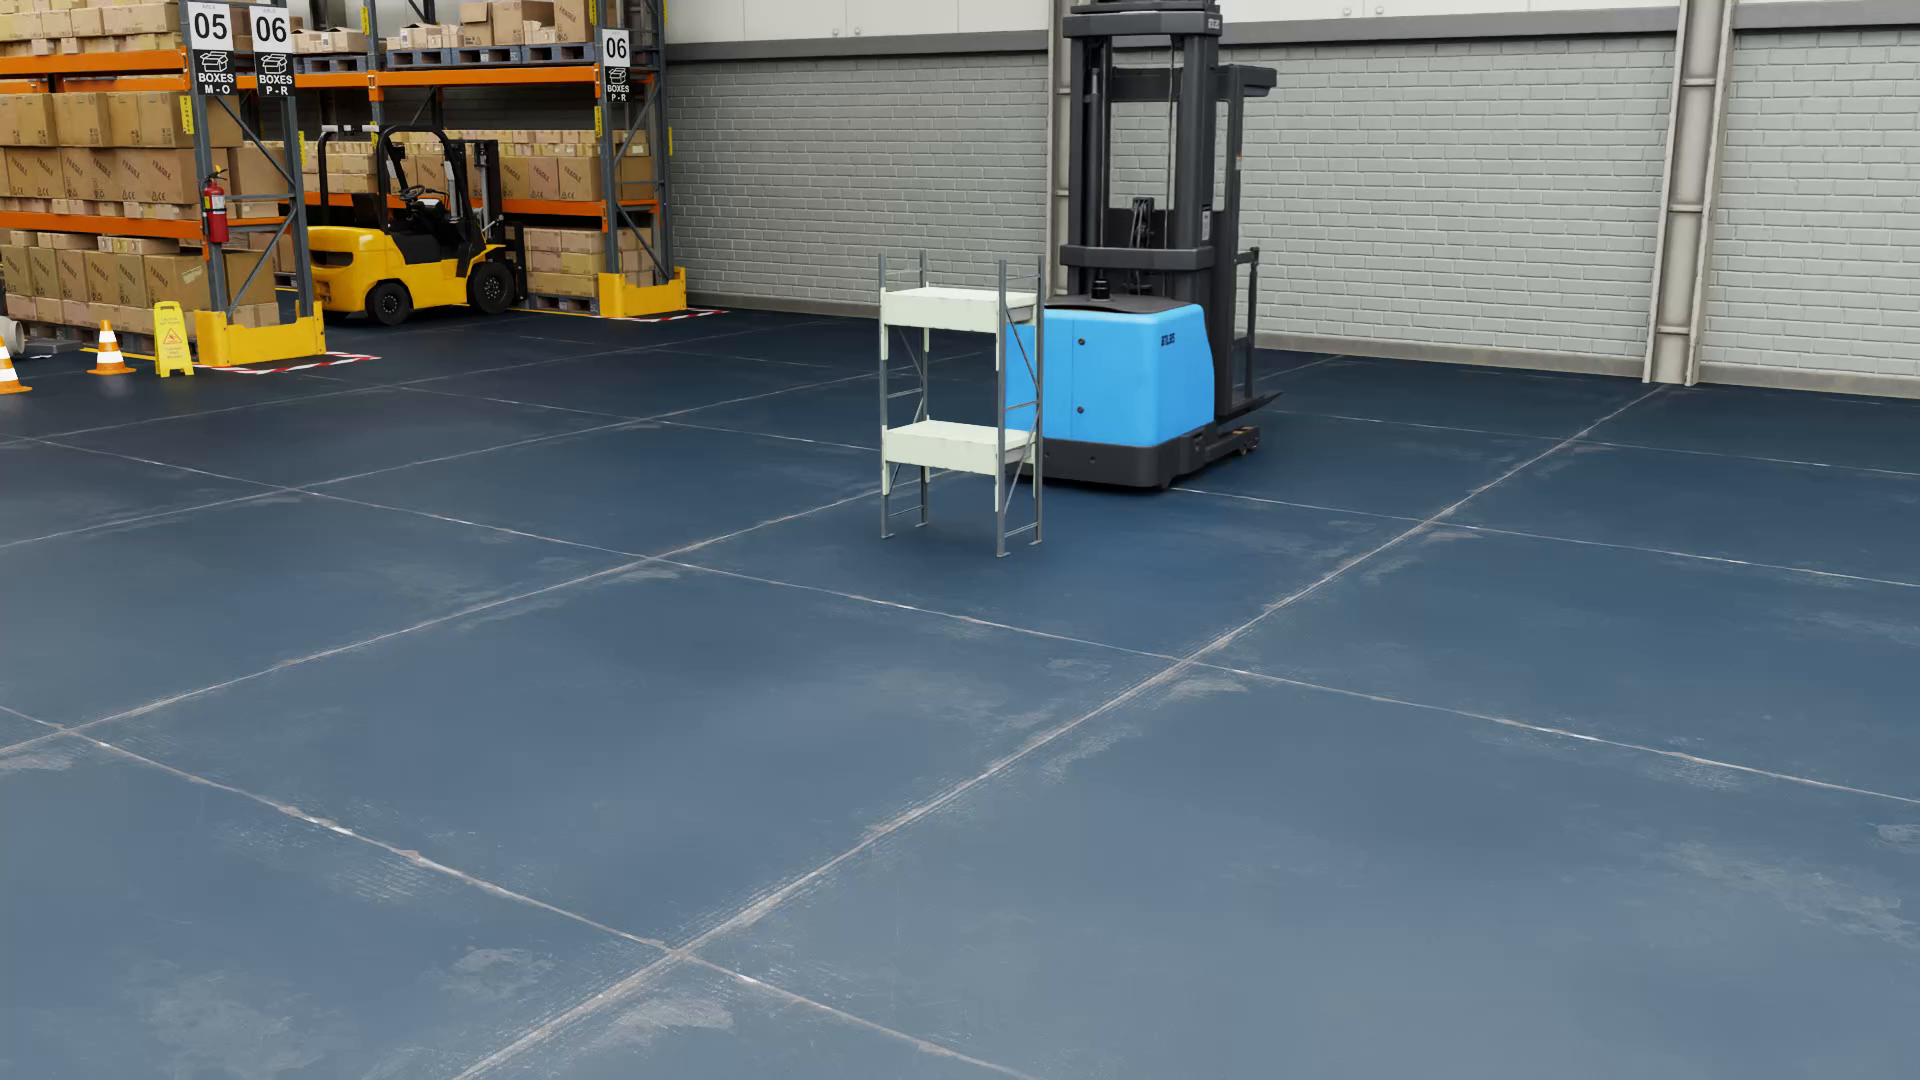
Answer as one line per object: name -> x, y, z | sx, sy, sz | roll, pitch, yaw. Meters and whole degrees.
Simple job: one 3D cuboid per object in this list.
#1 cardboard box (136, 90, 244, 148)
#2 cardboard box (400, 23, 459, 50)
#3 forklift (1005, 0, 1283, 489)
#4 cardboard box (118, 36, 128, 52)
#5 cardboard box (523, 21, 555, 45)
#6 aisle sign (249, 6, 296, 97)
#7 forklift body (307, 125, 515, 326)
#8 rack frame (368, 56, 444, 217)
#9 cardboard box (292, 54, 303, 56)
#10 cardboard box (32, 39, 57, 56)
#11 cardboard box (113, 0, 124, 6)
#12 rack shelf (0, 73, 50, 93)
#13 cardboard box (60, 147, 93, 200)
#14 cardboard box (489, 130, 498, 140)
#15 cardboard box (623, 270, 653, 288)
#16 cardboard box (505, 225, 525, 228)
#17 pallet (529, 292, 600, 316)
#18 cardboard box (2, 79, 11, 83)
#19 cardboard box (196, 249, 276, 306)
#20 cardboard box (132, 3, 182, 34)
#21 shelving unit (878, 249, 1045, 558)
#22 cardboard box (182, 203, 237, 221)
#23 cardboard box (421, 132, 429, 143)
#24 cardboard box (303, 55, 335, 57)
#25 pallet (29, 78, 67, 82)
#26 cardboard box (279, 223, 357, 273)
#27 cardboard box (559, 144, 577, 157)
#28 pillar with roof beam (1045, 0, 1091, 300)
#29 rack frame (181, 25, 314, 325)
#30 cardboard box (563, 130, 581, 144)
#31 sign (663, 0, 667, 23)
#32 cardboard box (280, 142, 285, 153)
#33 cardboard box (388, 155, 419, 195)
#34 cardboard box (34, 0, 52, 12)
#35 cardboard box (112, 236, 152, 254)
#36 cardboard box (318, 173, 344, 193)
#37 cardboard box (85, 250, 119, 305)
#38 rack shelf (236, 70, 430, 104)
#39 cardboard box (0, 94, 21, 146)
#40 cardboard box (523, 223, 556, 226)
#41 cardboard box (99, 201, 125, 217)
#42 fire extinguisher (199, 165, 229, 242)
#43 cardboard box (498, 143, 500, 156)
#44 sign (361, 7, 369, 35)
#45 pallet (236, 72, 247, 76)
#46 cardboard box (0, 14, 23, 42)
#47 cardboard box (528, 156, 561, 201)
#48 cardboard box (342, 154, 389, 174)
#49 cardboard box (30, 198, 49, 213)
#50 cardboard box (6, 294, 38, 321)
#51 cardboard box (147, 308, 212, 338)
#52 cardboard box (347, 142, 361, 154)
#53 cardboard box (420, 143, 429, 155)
cardboard box -> -7.076, -3.867, 15.295 | 0.500, 0.500, 0.700 | 9, 16, 31
cardboard box -> -6.528, -6.196, 20.470 | 0.500, 0.311, 0.500 | 10, 17, 34
forklift -> 1.383, -2.034, 10.942 | 1.130, 2.935, 3.031 | 7, 16, 28
cardboard box -> -7.581, -4.607, 15.471 | 0.250, 0.149, 0.380 | 9, 17, 33
cardboard box -> -4.830, -5.882, 19.297 | 0.258, 0.266, 0.396 | 9, 17, 33
aisle sign -> -6.306, -4.479, 15.266 | 0.004, 0.787, 0.394 | 9, 17, 33
forklift body -> -6.354, -3.633, 19.022 | 1.214, 2.155, 2.313 | 9, 17, 33
rack frame -> -7.082, -4.691, 21.530 | 0.127, 3.000, 1.000 | 9, 17, 33
cardboard box -> -8.804, -6.468, 21.906 | 0.250, 0.149, 0.380 | 9, 16, 32
cardboard box -> -8.707, -4.754, 16.064 | 0.250, 0.149, 0.380 | 9, 16, 32
cardboard box -> -7.572, -4.989, 15.355 | 0.250, 0.149, 0.380 | 9, 17, 33
rack shelf -> -11.509, -5.076, 18.339 | 4.000, 0.370, 1.077 | 9, 17, 33
cardboard box -> -8.370, -3.582, 16.225 | 0.500, 0.500, 0.500 | 9, 17, 33
cardboard box -> -5.454, -4.873, 20.087 | 0.250, 0.149, 0.380 | 9, 17, 34
cardboard box -> -4.061, -3.128, 20.066 | 0.500, 0.250, 0.500 | 9, 17, 33
cardboard box -> -5.586, -3.711, 20.338 | 0.500, 0.250, 0.500 | 9, 16, 32
pallet -> -4.421, -2.895, 20.078 | 1.213, 0.211, 1.003 | 9, 17, 33
cardboard box -> -14.603, -7.158, 25.778 | 0.250, 0.149, 0.380 | 10, 17, 35
cardboard box -> -7.065, -2.564, 16.224 | 0.500, 0.500, 0.500 | 9, 16, 31
cardboard box -> -7.105, -4.707, 15.045 | 0.500, 0.250, 0.500 | 9, 16, 32
shelving unit -> 0.006, -0.727, 8.639 | 0.755, 1.500, 0.431 | 9, 17, 33
cardboard box -> -6.960, -3.050, 15.423 | 0.250, 0.149, 0.380 | 10, 17, 35
cardboard box -> -6.499, -5.047, 20.792 | 0.250, 0.149, 0.380 | 9, 16, 32
cardboard box -> -8.592, -6.552, 22.210 | 0.250, 0.166, 0.380 | 9, 17, 33
pallet -> -13.218, -7.027, 25.116 | 1.003, 0.211, 1.213 | 9, 17, 33
cardboard box -> -8.786, -4.016, 22.870 | 0.625, 0.625, 0.875 | 8, 16, 31
cardboard box -> -4.436, -4.537, 19.349 | 0.250, 0.149, 0.380 | 9, 17, 34
pillar with roof beam -> -1.262, -5.676, 13.027 | 0.400, 9.000, 9.100 | 9, 17, 33
rack frame -> -6.530, -3.164, 15.362 | 0.127, 3.000, 1.000 | 9, 17, 33
cardboard box -> -4.400, -4.695, 19.370 | 0.250, 0.149, 0.380 | 9, 17, 33
sign -> -3.448, -6.183, 19.331 | 0.005, 0.325, 0.100 | 9, 17, 33
cardboard box -> -8.829, -5.241, 22.195 | 0.250, 0.149, 0.380 | 9, 16, 31
cardboard box -> -6.859, -4.628, 21.067 | 0.500, 0.500, 0.500 | 9, 16, 31
cardboard box -> -8.659, -5.151, 16.008 | 0.250, 0.149, 0.380 | 9, 16, 32
cardboard box -> -7.889, -2.838, 15.982 | 0.250, 0.149, 0.380 | 10, 17, 34
cardboard box -> -8.066, -4.700, 21.878 | 0.500, 0.250, 0.500 | 9, 17, 32
cardboard box -> -8.190, -2.591, 16.335 | 0.500, 0.500, 0.500 | 9, 16, 32
rack shelf -> -8.741, -6.066, 22.339 | 4.000, 0.370, 1.077 | 9, 17, 33
cardboard box -> -9.193, -4.204, 16.654 | 0.500, 0.500, 0.700 | 9, 17, 33
cardboard box -> -5.303, -3.817, 20.766 | 0.500, 0.250, 0.500 | 9, 16, 32
cardboard box -> -8.060, -3.207, 16.060 | 0.250, 0.149, 0.380 | 9, 17, 32
fire extinguisher -> -6.692, -3.019, 14.939 | 0.183, 0.674, 0.296 | 9, 17, 33
cardboard box -> -5.442, -4.727, 20.118 | 0.250, 0.149, 0.380 | 9, 17, 32
sign -> -7.377, -6.441, 20.627 | 0.005, 0.325, 0.100 | 9, 17, 33
pallet -> -9.788, -6.518, 23.063 | 1.003, 0.211, 1.213 | 10, 17, 35
cardboard box -> -9.204, -5.047, 16.420 | 0.500, 0.250, 0.500 | 9, 17, 32
cardboard box -> -4.743, -4.288, 19.694 | 0.500, 0.500, 0.500 | 10, 17, 35
cardboard box -> -7.632, -4.875, 21.548 | 0.500, 0.250, 0.500 | 9, 16, 32
cardboard box -> -9.105, -3.379, 16.754 | 0.250, 0.149, 0.380 | 10, 17, 35
cardboard box -> -9.510, -2.437, 17.272 | 0.500, 0.250, 0.500 | 8, 16, 30
cardboard box -> -7.371, -2.091, 15.877 | 0.500, 0.250, 0.500 | 9, 17, 33
cardboard box -> -7.714, -5.087, 21.571 | 0.250, 0.149, 0.380 | 9, 16, 32
cardboard box -> -6.517, -4.895, 20.797 | 0.250, 0.149, 0.380 | 9, 17, 33
